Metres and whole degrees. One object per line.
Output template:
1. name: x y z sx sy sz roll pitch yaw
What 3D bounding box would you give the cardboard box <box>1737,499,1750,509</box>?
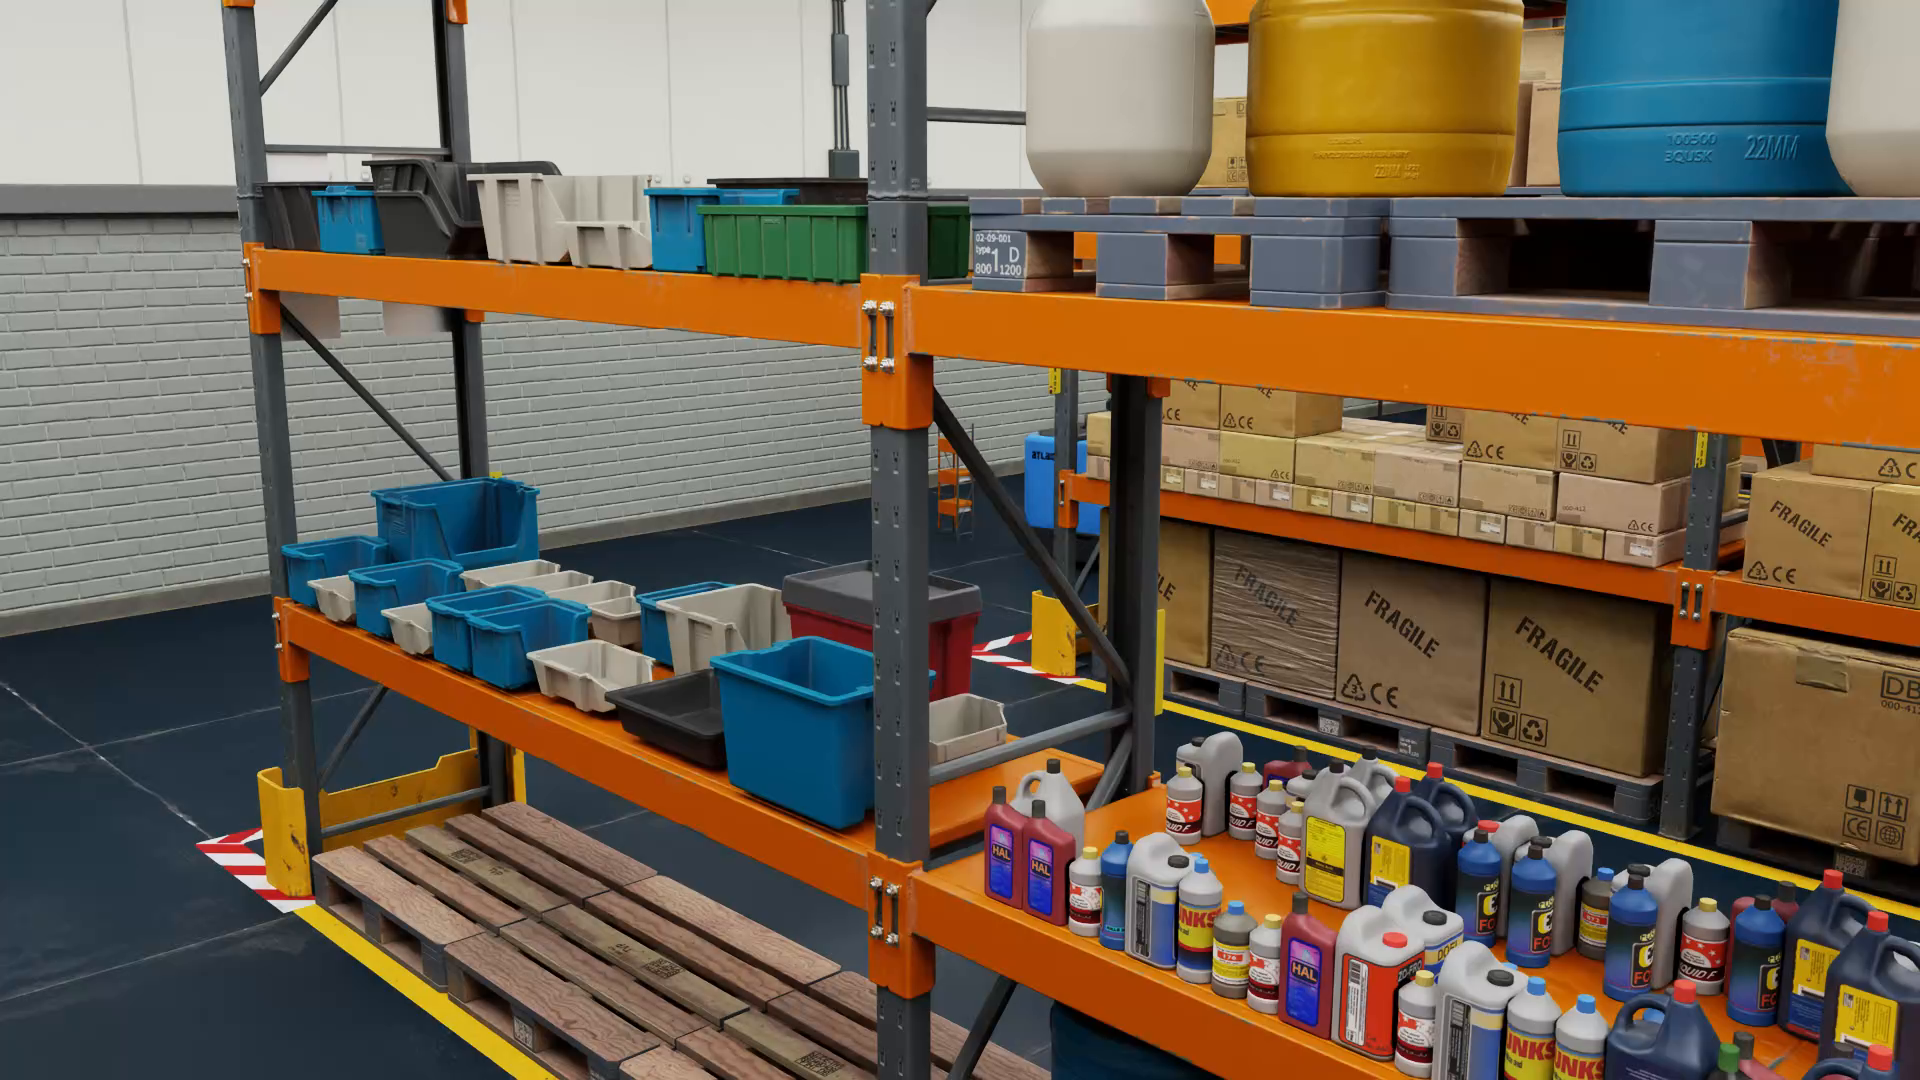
1. cardboard box: 6.067 -0.227 13.132 0.250 0.149 0.380 11 16 43

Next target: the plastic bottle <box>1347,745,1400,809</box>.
1. plastic bottle: 1.049 0.698 4.214 0.144 0.351 0.185 -11 16 -43

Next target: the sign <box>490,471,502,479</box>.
1. sign: -2.198 -0.158 7.839 0.100 0.325 0.005 -11 16 -43

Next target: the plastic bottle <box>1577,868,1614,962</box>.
1. plastic bottle: 1.477 0.854 3.823 0.097 0.201 0.097 0 12 0

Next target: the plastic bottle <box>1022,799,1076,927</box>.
1. plastic bottle: 0.214 0.775 4.007 0.061 0.283 0.133 -11 16 -43

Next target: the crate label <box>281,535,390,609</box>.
1. crate label: -2.652 0.136 7.085 0.416 0.233 0.303 -11 16 -43

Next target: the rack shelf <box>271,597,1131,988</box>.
1. rack shelf: -1.203 0.645 6.128 1.077 0.370 4.000 -11 16 -43

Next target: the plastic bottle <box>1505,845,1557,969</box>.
1. plastic bottle: 1.300 0.827 3.782 0.097 0.271 0.097 0 12 0

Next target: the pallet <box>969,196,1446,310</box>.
1. pallet: 0.790 -0.691 3.866 1.213 0.211 1.003 -11 16 -43

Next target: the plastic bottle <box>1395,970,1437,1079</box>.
1. plastic bottle: 0.922 0.959 3.316 0.097 0.201 0.097 0 12 0

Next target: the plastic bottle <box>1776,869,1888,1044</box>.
1. plastic bottle: 1.810 0.858 3.433 0.144 0.351 0.185 -11 16 -43

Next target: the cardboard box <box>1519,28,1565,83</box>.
1. cardboard box: 3.115 -2.383 8.218 0.500 0.250 0.500 10 16 41

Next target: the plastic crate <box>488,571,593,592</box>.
1. plastic crate: -1.701 0.239 6.822 0.396 0.136 0.243 -11 16 -43

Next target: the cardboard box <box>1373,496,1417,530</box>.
1. cardboard box: 2.425 -0.168 8.918 0.380 0.149 0.250 -11 16 -43

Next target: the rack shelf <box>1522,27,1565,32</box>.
1. rack shelf: 6.036 -3.658 12.156 1.077 0.370 4.000 -11 16 -43

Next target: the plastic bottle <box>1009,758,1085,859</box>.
1. plastic bottle: 0.214 0.712 4.146 0.144 0.351 0.185 -11 16 -43

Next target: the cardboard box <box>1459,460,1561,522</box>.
1. cardboard box: 2.906 -0.280 8.474 0.500 0.250 0.500 -10 15 -41

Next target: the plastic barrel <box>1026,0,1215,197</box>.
1. plastic barrel: 0.360 -1.045 3.737 0.433 0.535 0.433 0 12 0

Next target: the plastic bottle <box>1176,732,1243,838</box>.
1. plastic bottle: 0.684 0.658 4.590 0.152 0.276 0.135 -11 16 -43

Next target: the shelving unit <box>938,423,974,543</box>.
1. shelving unit: -0.037 -0.522 14.843 0.215 1.050 0.252 -11 16 -43

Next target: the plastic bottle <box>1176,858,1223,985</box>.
1. plastic bottle: 0.535 0.843 3.706 0.097 0.271 0.097 0 12 0

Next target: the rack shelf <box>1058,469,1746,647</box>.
1. rack shelf: 2.379 -0.045 9.478 1.077 0.370 4.000 -11 16 -43

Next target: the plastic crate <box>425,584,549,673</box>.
1. plastic crate: -1.743 0.328 6.152 0.416 0.233 0.300 -11 16 -43

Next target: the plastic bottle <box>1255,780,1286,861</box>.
1. plastic bottle: 0.832 0.736 4.399 0.097 0.201 0.097 0 12 0

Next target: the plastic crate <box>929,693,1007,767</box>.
1. plastic crate: -0.040 0.597 5.085 0.396 0.136 0.243 -11 16 -43

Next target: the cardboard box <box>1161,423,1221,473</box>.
1. cardboard box: 1.498 -0.579 9.921 0.500 0.250 0.500 -11 16 -43

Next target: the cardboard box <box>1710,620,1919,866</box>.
1. cardboard box: 4.216 0.820 7.721 1.225 0.875 0.875 -11 16 -42

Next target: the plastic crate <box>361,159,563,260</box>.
1. plastic crate: -1.728 -1.176 5.907 0.504 0.338 0.767 -11 16 -43

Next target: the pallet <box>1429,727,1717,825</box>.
1. pallet: 3.291 1.139 8.861 1.003 0.211 1.213 -11 16 -43

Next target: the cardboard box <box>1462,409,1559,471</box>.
1. cardboard box: 2.906 -0.648 8.400 0.500 0.500 0.500 -11 16 -42

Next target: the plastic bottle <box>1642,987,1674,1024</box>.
1. plastic bottle: 1.320 0.967 3.104 0.097 0.271 0.097 0 12 0

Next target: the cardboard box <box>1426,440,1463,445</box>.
1. cardboard box: 2.923 -0.431 9.202 0.500 0.250 0.500 -10 16 -41

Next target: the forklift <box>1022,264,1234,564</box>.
1. forklift: 2.045 -1.180 13.374 3.031 2.935 1.130 7 14 32

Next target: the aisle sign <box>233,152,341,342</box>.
1. aisle sign: -2.849 -1.241 7.060 0.394 0.787 0.004 -11 16 -43

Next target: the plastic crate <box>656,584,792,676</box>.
1. plastic crate: -0.744 0.365 5.851 0.437 0.282 0.530 -11 16 -43

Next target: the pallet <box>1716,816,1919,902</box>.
1. pallet: 4.347 1.363 7.774 1.003 0.211 1.213 -11 16 -43

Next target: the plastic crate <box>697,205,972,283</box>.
1. plastic crate: -0.333 -0.800 4.453 0.450 0.188 0.662 -11 16 -43

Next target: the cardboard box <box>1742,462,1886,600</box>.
1. cardboard box: 3.897 -0.052 7.483 0.500 0.500 0.500 -11 16 -42

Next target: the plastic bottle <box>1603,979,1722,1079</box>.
1. plastic bottle: 1.263 0.951 2.984 0.144 0.351 0.185 -11 16 -43

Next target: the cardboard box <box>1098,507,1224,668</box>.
1. cardboard box: 1.497 0.228 10.595 0.875 0.875 0.875 -11 16 -43

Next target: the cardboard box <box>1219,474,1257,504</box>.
1. cardboard box: 1.715 -0.318 9.646 0.380 0.149 0.250 -11 16 -44

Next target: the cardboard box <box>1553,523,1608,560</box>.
1. cardboard box: 3.134 -0.019 8.191 0.380 0.149 0.250 -10 16 -41

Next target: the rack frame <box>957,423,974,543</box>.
1. rack frame: 0.047 -0.504 14.757 0.200 1.050 0.008 -11 16 -43

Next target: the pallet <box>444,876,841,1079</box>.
1. pallet: -1.205 1.671 6.279 1.003 0.211 1.213 -11 16 -43

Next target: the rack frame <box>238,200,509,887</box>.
1. rack frame: -2.585 0.001 7.472 1.000 3.000 0.127 -11 16 -43
